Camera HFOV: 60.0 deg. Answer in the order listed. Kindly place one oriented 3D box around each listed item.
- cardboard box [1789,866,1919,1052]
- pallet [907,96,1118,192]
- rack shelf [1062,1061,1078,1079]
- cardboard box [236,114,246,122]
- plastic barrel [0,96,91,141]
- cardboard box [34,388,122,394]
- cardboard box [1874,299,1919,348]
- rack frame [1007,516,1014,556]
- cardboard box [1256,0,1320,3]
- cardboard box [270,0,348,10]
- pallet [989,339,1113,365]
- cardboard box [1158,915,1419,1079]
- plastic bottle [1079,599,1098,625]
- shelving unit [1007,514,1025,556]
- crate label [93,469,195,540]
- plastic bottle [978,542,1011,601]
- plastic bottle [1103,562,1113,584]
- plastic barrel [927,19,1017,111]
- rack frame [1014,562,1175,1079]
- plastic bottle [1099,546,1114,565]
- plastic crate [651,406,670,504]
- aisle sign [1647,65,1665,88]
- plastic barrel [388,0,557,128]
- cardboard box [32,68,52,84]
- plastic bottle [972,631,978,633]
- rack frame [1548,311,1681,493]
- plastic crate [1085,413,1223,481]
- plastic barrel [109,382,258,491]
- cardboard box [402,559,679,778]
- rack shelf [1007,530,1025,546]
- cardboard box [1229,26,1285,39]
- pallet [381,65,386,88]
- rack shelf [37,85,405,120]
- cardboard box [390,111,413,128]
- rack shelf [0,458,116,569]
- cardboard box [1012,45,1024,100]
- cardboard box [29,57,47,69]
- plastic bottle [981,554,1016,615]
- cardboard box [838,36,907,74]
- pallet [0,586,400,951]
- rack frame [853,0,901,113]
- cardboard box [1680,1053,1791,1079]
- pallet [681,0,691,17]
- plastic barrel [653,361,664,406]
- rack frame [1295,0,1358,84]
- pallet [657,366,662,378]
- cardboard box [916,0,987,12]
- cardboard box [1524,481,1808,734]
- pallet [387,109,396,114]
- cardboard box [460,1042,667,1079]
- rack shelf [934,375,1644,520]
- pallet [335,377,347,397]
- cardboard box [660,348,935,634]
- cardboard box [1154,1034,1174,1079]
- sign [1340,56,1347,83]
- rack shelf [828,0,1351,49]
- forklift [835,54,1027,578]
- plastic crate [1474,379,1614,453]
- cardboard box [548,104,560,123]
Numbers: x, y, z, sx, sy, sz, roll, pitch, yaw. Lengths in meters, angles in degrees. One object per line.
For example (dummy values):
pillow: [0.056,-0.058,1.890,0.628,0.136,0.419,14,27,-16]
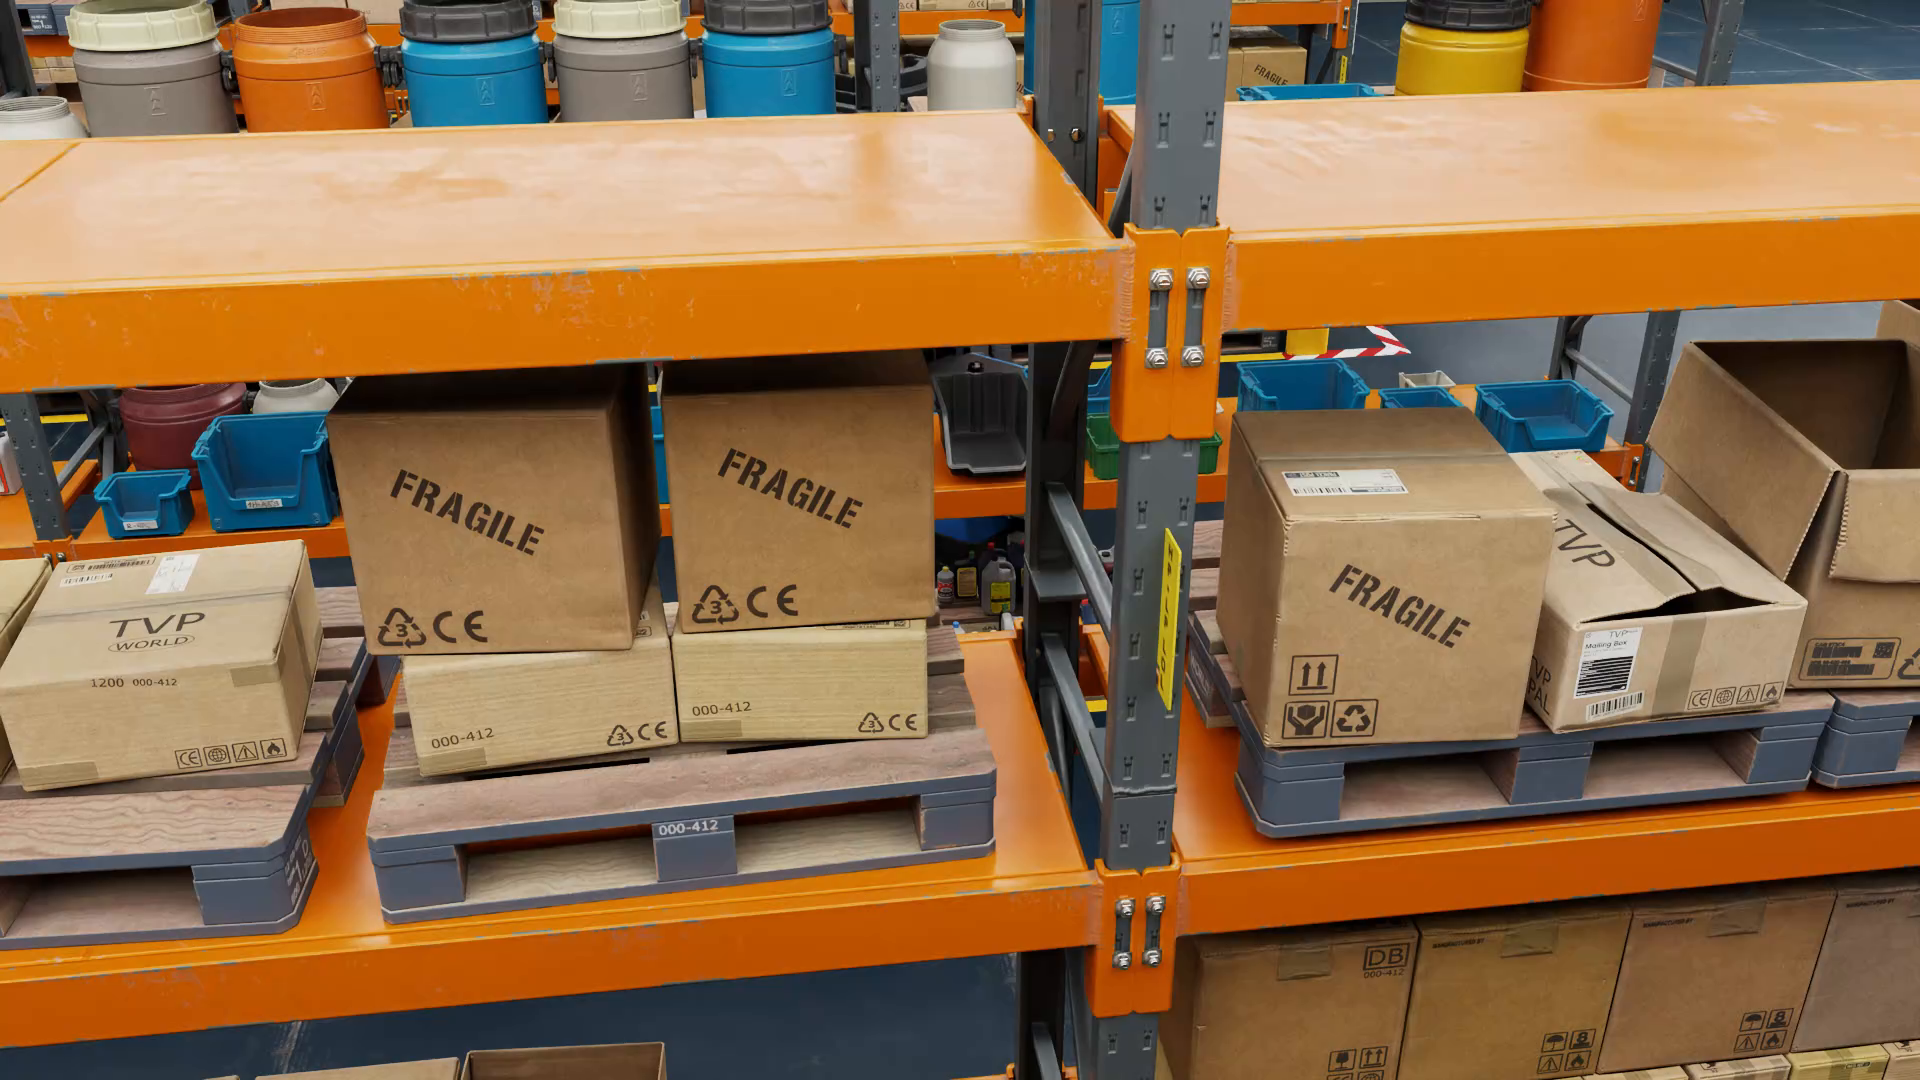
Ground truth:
cardboard box: [2.217,0.855,4.268,0.500,0.500,0.700,-4,27,-7]
pallet: [0.302,-1.977,8.238,1.003,0.211,1.213,-4,27,-7]
rack shelf: [2.268,1.796,4.751,4.000,0.370,1.077,-4,27,-7]
cardboard box: [-7.351,-4.285,17.273,0.500,0.250,0.500,-3,27,-7]
plastic barrel: [-4.009,-1.647,7.266,0.421,0.512,0.421,0,27,0]
cardboard box: [-6.619,-1.774,12.790,0.875,0.875,1.225,-4,27,-7]
cardboard box: [2.566,-0.297,4.035,0.500,0.500,0.500,-4,27,-7]
rack frame: [0.365,-0.232,10.217,0.006,0.900,0.240,19,33,33]
cardboard box: [2.430,-4.252,12.629,0.500,0.250,0.500,-3,27,-6]
cardboard box: [-4.549,-3.803,11.755,0.500,0.250,0.500,-3,27,-6]
pallet: [0.782,-1.772,13.973,1.213,0.211,1.003,-4,27,-7]
cardboard box: [0.727,0.951,4.081,0.500,0.500,0.700,-4,27,-7]
plastic bottle: [0.646,0.471,8.966,0.185,0.351,0.144,-5,28,-9]
shelving unit: [0.446,-0.204,10.162,0.210,0.900,0.258,19,33,33]
crate label: [-3.890,-0.164,7.968,0.416,0.233,0.303,-4,27,-7]
plastic bottle: [0.199,0.176,9.542,0.185,0.351,0.144,-4,27,-8]
plastic bottle: [0.886,0.212,9.544,0.133,0.283,0.061,-4,27,-7]
plastic barrel: [0.055,-2.146,7.778,0.421,0.512,0.421,0,27,0]
rack frame: [0.288,1.603,4.339,0.127,3.000,1.000,-4,27,-7]
plastic bottle: [0.870,0.168,9.639,0.135,0.276,0.152,-3,27,-6]
plastic crate: [-1.447,-0.418,8.297,0.575,0.384,0.392,-4,27,-7]
aisle sign: [3.593,-2.184,8.873,0.004,0.787,0.394,-4,27,-7]
plastic barrel: [-2.167,-1.980,7.488,0.708,0.901,0.600,-4,27,-7]
cardboard box: [-8.873,-4.527,16.103,0.250,0.149,0.380,-3,27,-6]
plastic bottle: [0.079,0.585,8.908,0.097,0.201,0.097,0,27,0]
rack frame: [3.563,-0.890,9.200,0.127,3.000,1.000,-4,27,-7]
plastic crate: [0.985,-0.500,8.672,0.662,0.188,0.450,-4,27,-7]
plastic barrel: [-3.942,-0.609,8.501,0.708,0.536,0.600,-4,27,-7]
cardboard box: [-0.867,0.220,3.454,0.500,0.250,0.500,-6,28,-12]
rack shelf: [0.446,-0.015,10.260,0.200,0.077,0.258,19,33,33]
cardboard box: [2.290,-3.839,13.416,0.500,0.500,0.500,-4,27,-7]
pallet: [-6.331,-4.690,16.816,1.003,0.211,1.213,-4,27,-7]
rack shelf: [-7.621,-4.422,16.870,4.000,0.370,1.077,-4,27,-7]
cardboard box: [-3.981,-2.985,12.712,0.500,0.500,0.700,0,27,1]
rack shelf: [-6.340,0.066,8.124,4.000,0.370,1.077,-4,27,-7]
cardboard box: [0.383,-3.474,12.705,0.500,0.500,0.500,-4,27,-7]
cardboard box: [-8.891,-4.657,16.029,0.250,0.149,0.380,-4,27,-8]
plastic bottle: [0.219,0.241,9.415,0.185,0.351,0.144,-4,27,-7]
cardboard box: [-0.681,-3.650,13.047,0.500,0.500,0.500,-4,27,-7]
pallet: [-1.906,0.451,3.506,1.213,0.211,1.003,-2,27,-5]
rack frame: [-0.398,-3.305,7.334,0.127,3.000,1.000,-4,27,-7]
cardboard box: [1.857,1.257,4.194,0.250,0.149,0.380,-4,27,-9]
pallet: [-1.715,-4.135,12.443,1.003,0.211,1.213,-4,27,-7]
plastic barrel: [-1.376,-0.735,8.747,0.433,0.535,0.433,0,27,0]
rack frame: [2.873,-3.129,13.563,0.127,3.000,1.000,-4,27,-7]
pallet: [-1.859,-1.584,13.606,1.213,0.211,1.003,-4,27,-7]
cardboard box: [-0.084,-4.092,12.317,0.500,0.250,0.500,-4,27,-8]
cardboard box: [1.358,0.112,3.444,0.500,0.311,0.500,-5,28,-10]
pallet: [-7.221,-5.844,21.908,1.213,0.211,1.003,-4,27,-7]
cardboard box: [-0.996,1.634,4.170,0.500,0.500,0.500,-2,27,-3]
rack shelf: [1.582,-0.443,9.116,4.000,0.370,1.077,-4,27,-7]
pallet: [-4.275,-1.429,13.304,1.213,0.211,1.003,-4,27,-7]
cardboard box: [-0.328,-0.163,3.380,0.500,0.500,0.500,-3,27,-6]
cardboard box: [0.581,1.341,4.031,0.250,0.149,0.380,-4,27,-7]
sign: [2.930,-3.533,12.735,0.005,0.325,0.100,-4,27,-7]
rack shelf: [0.892,-4.017,12.795,4.000,0.370,1.077,-4,27,-7]
forklift: [-0.787,-1.594,10.646,3.031,2.935,1.130,19,33,33]
plastic crate: [3.109,-0.657,8.908,0.616,0.251,0.499,-4,27,-7]
cardboard box: [-4.160,-4.110,17.479,0.750,0.750,1.050,-3,27,-6]
